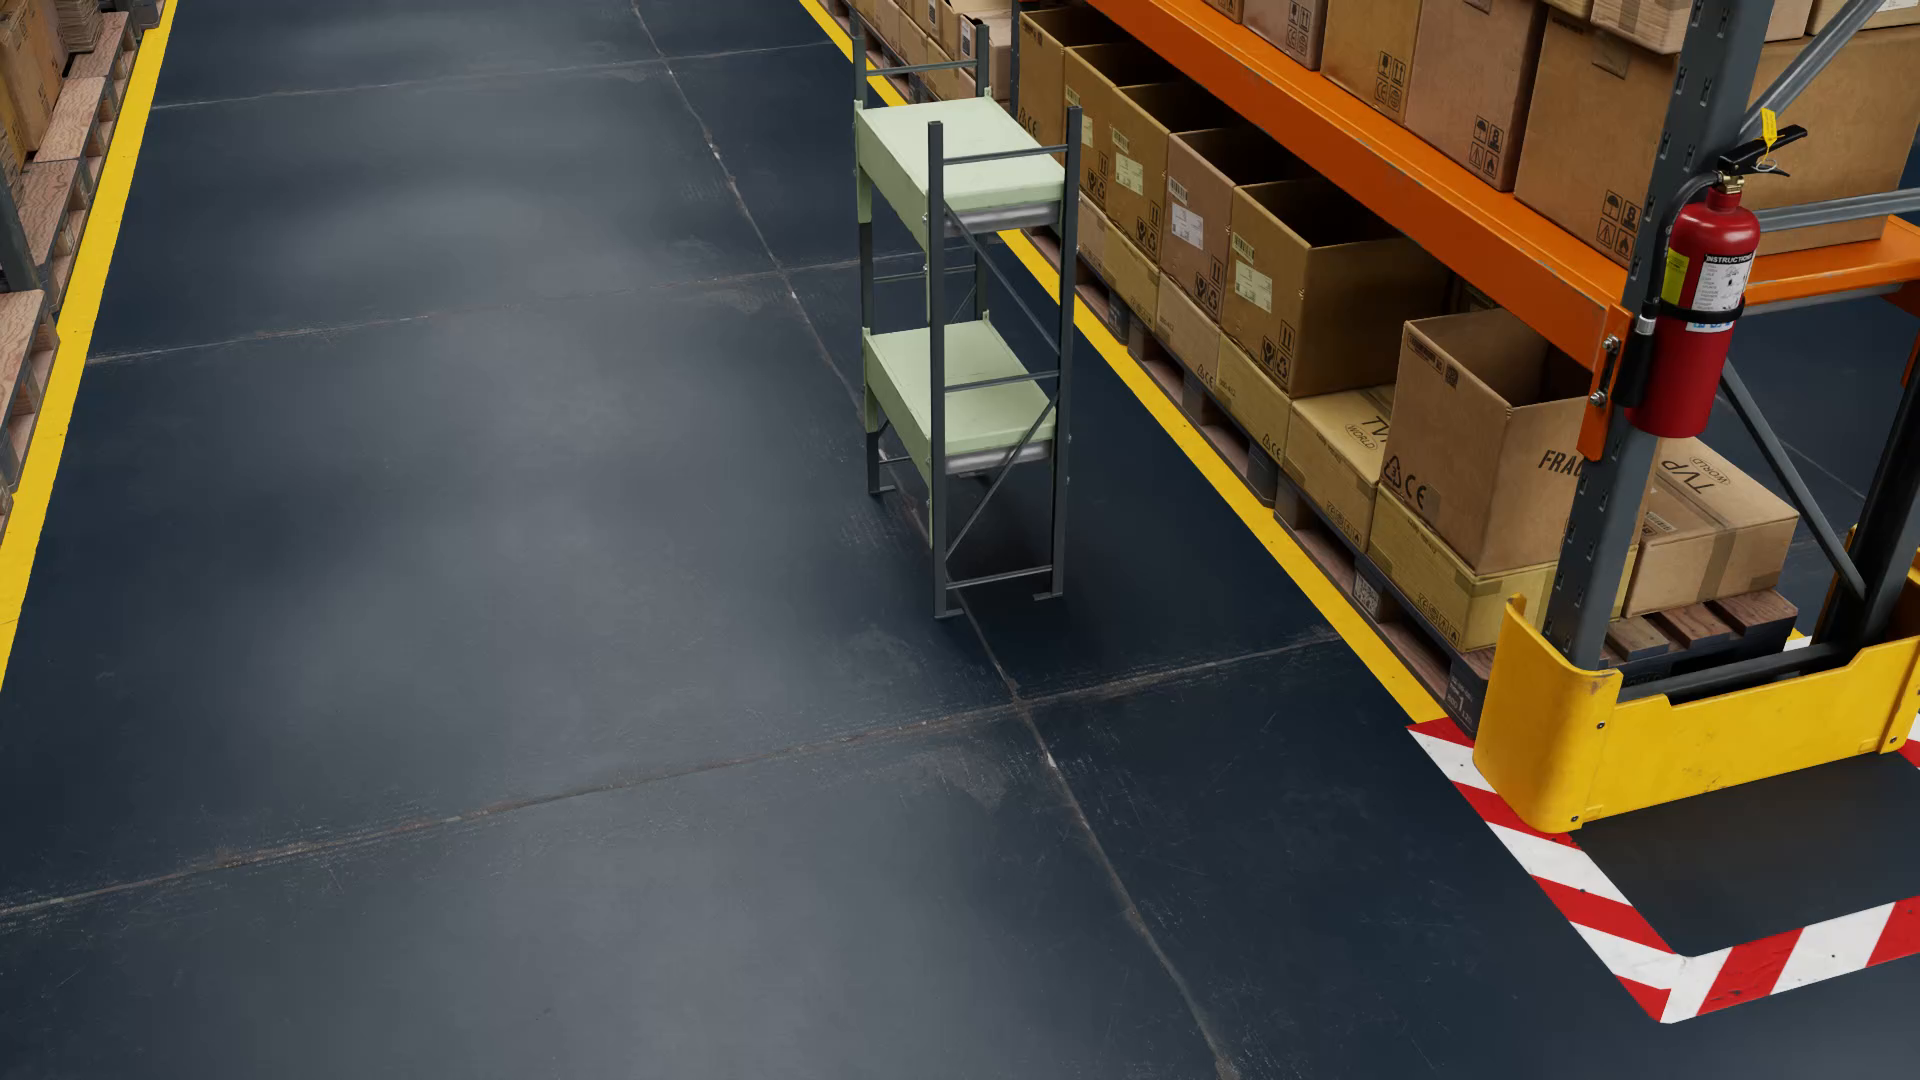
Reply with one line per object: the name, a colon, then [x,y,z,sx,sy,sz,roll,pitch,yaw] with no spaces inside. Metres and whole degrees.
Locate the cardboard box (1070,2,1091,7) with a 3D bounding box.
cardboard box: [0.822,-2.333,7.664,0.500,0.311,0.500,-10,35,-15]

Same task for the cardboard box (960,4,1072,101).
cardboard box: [0.314,-2.238,7.521,0.500,0.311,0.500,-10,35,-15]

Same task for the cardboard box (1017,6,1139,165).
cardboard box: [0.554,-1.857,6.772,0.500,0.500,0.500,-10,35,-15]

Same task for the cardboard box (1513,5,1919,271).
cardboard box: [1.801,-1.001,3.953,0.700,0.500,0.500,-10,35,-15]

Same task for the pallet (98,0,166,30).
pallet: [-5.394,-3.340,10.113,1.003,0.211,1.213,-10,35,-15]

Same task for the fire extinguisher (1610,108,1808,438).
fire extinguisher: [1.525,-0.539,3.416,0.296,0.674,0.183,-10,35,-15]

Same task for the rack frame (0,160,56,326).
rack frame: [-4.006,-1.977,5.521,1.000,3.000,0.127,-10,35,-15]

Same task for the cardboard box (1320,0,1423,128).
cardboard box: [1.490,-1.537,4.765,0.700,0.500,0.500,-10,35,-14]

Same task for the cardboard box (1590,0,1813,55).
cardboard box: [1.633,-1.193,3.655,0.380,0.149,0.250,-11,35,-16]

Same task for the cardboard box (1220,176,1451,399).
cardboard box: [1.165,-0.807,5.183,0.500,0.500,0.500,-10,35,-15]

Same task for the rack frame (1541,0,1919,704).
rack frame: [1.931,-0.712,3.606,1.000,3.000,0.127,-10,35,-15]

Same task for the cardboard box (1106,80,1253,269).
cardboard box: [0.859,-1.332,5.977,0.500,0.500,0.500,-10,35,-15]

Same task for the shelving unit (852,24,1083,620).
shelving unit: [0.002,-0.622,4.831,0.431,1.500,0.755,-10,35,-15]

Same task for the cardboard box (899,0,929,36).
cardboard box: [0.000,-2.773,8.330,0.500,0.311,0.500,-10,35,-15]

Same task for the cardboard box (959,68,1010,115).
cardboard box: [0.308,-2.009,7.682,0.500,0.250,0.500,-10,35,-15]

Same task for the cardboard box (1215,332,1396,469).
cardboard box: [1.168,-0.494,5.391,0.500,0.250,0.500,-10,35,-15]

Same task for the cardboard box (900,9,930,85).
cardboard box: [-0.001,-2.543,8.491,0.500,0.250,0.500,-9,35,-14]

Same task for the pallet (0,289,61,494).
pallet: [-3.767,-0.467,5.765,1.003,0.211,1.213,-10,35,-15]

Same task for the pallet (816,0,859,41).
pallet: [-0.295,-3.310,10.067,1.003,0.211,1.213,-10,35,-15]

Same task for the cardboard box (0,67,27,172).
cardboard box: [-4.451,-1.764,7.067,0.700,0.500,0.500,-11,35,-16]

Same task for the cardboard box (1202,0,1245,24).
cardboard box: [1.169,-2.082,5.589,0.700,0.500,0.500,-10,35,-14]

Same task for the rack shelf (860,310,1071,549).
rack shelf: [0.002,-0.350,5.011,0.431,0.370,0.720,-10,35,-15]

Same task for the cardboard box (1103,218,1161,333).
cardboard box: [0.859,-1.019,6.184,0.500,0.250,0.500,-10,35,-15]

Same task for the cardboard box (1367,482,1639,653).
cardboard box: [1.486,0.028,4.600,0.500,0.250,0.500,-10,35,-15]

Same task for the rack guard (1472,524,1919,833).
rack guard: [1.938,0.344,4.276,1.175,0.500,0.348,-10,35,-15]

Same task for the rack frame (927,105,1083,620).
rack frame: [0.114,-0.430,4.540,0.400,1.500,0.023,-10,35,-15]

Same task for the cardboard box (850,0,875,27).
cardboard box: [-0.311,-3.080,9.303,0.500,0.250,0.500,-11,35,-16]

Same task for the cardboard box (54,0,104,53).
cardboard box: [-4.956,-2.848,8.708,0.700,0.500,0.500,-10,35,-14]

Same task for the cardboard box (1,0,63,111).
cardboard box: [-4.731,-2.302,7.882,0.700,0.500,0.500,-10,35,-15]

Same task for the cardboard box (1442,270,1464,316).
cardboard box: [1.660,-0.894,5.315,0.500,0.500,0.500,-10,35,-15]

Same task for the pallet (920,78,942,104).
pallet: [0.449,-2.029,8.129,1.003,0.211,1.213,-10,35,-15]

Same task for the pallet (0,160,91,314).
pallet: [-4.244,-1.222,6.908,1.003,0.211,1.213,-10,35,-15]

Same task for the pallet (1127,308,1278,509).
pallet: [1.289,-0.582,5.940,1.003,0.211,1.213,-10,35,-15]
